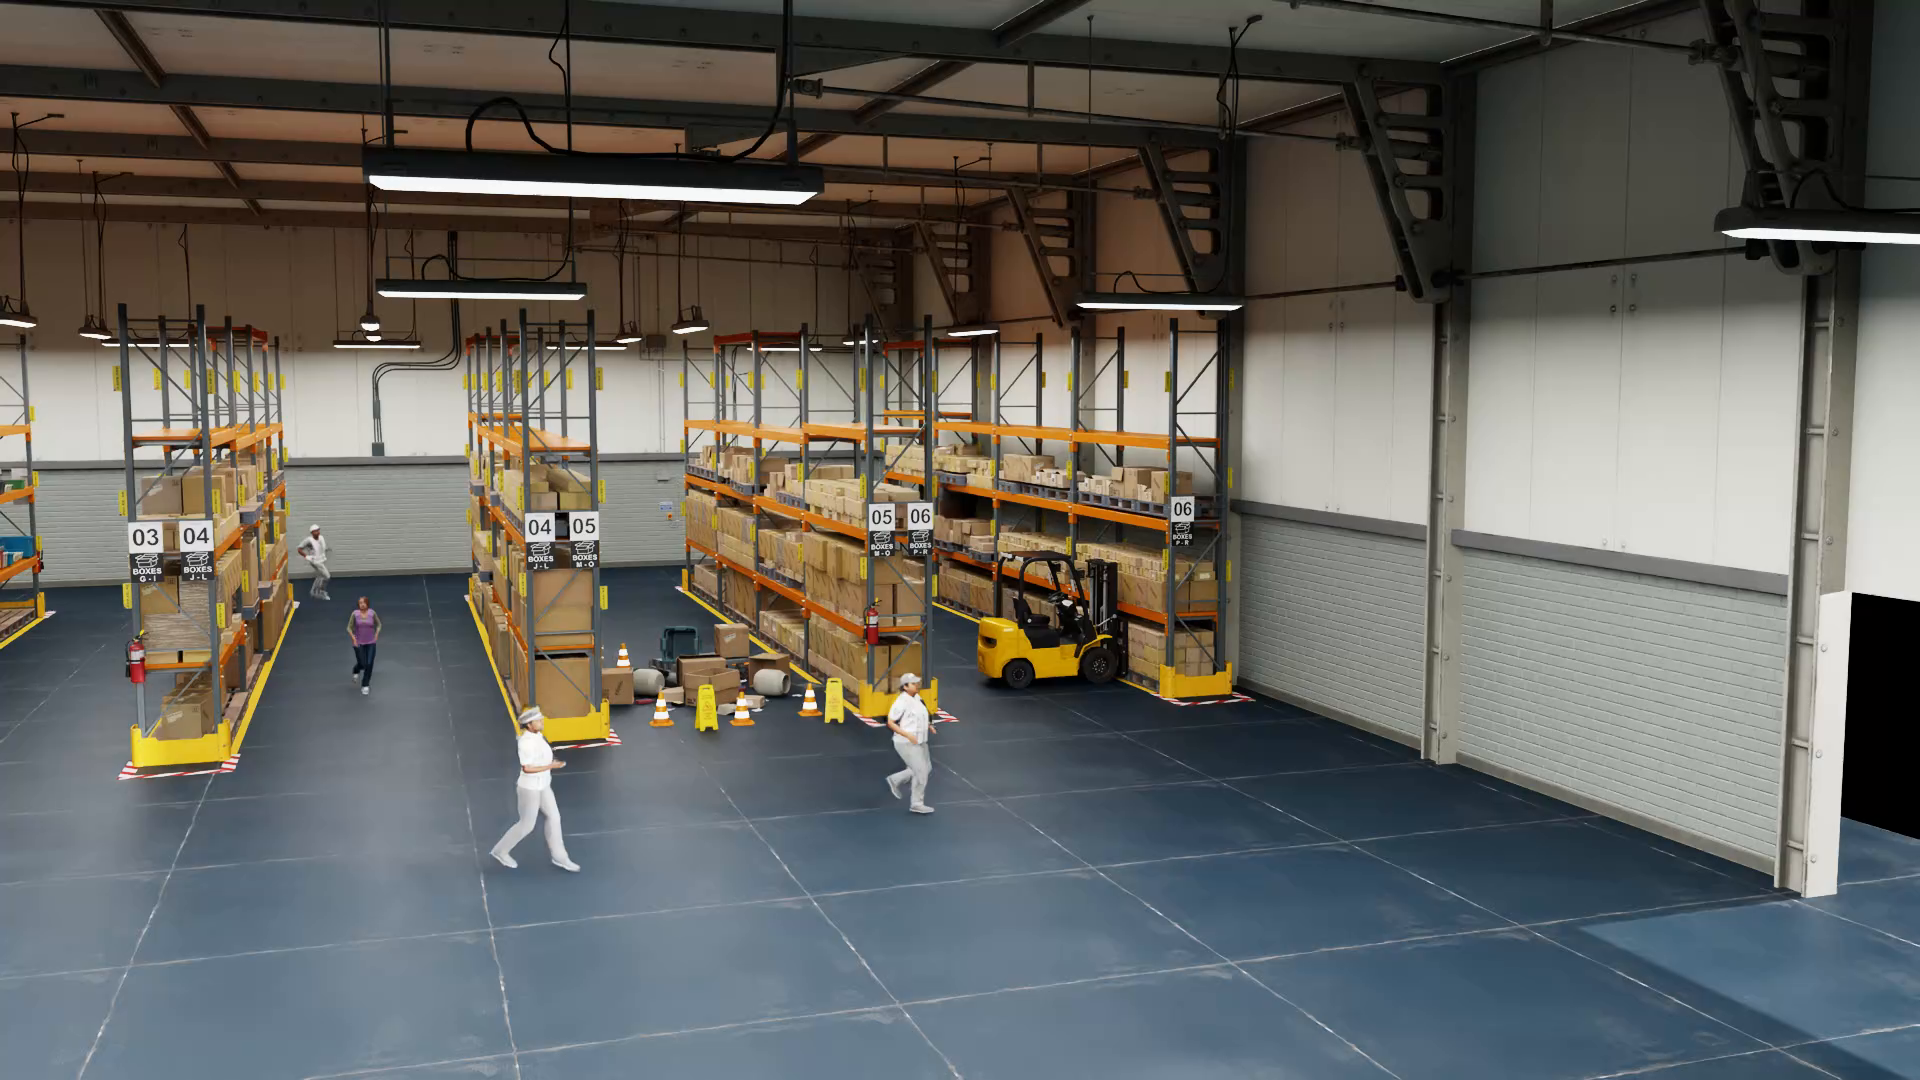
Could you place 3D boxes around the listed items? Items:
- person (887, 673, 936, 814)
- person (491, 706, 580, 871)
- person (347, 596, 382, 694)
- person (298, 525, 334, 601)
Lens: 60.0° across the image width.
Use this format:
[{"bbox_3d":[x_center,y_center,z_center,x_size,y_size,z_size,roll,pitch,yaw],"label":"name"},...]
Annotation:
[{"bbox_3d":[-0.596,2.356,19.417,0.668,1.621,0.613,3,6,27],"label":"person"},{"bbox_3d":[-4.345,2.539,16.927,0.883,1.721,0.574,0,5,5],"label":"person"},{"bbox_3d":[-9.633,1.686,26.926,0.534,1.575,0.591,-3,6,-26],"label":"person"},{"bbox_3d":[-14.704,0.534,38.058,0.701,1.788,0.684,1,5,8],"label":"person"}]
